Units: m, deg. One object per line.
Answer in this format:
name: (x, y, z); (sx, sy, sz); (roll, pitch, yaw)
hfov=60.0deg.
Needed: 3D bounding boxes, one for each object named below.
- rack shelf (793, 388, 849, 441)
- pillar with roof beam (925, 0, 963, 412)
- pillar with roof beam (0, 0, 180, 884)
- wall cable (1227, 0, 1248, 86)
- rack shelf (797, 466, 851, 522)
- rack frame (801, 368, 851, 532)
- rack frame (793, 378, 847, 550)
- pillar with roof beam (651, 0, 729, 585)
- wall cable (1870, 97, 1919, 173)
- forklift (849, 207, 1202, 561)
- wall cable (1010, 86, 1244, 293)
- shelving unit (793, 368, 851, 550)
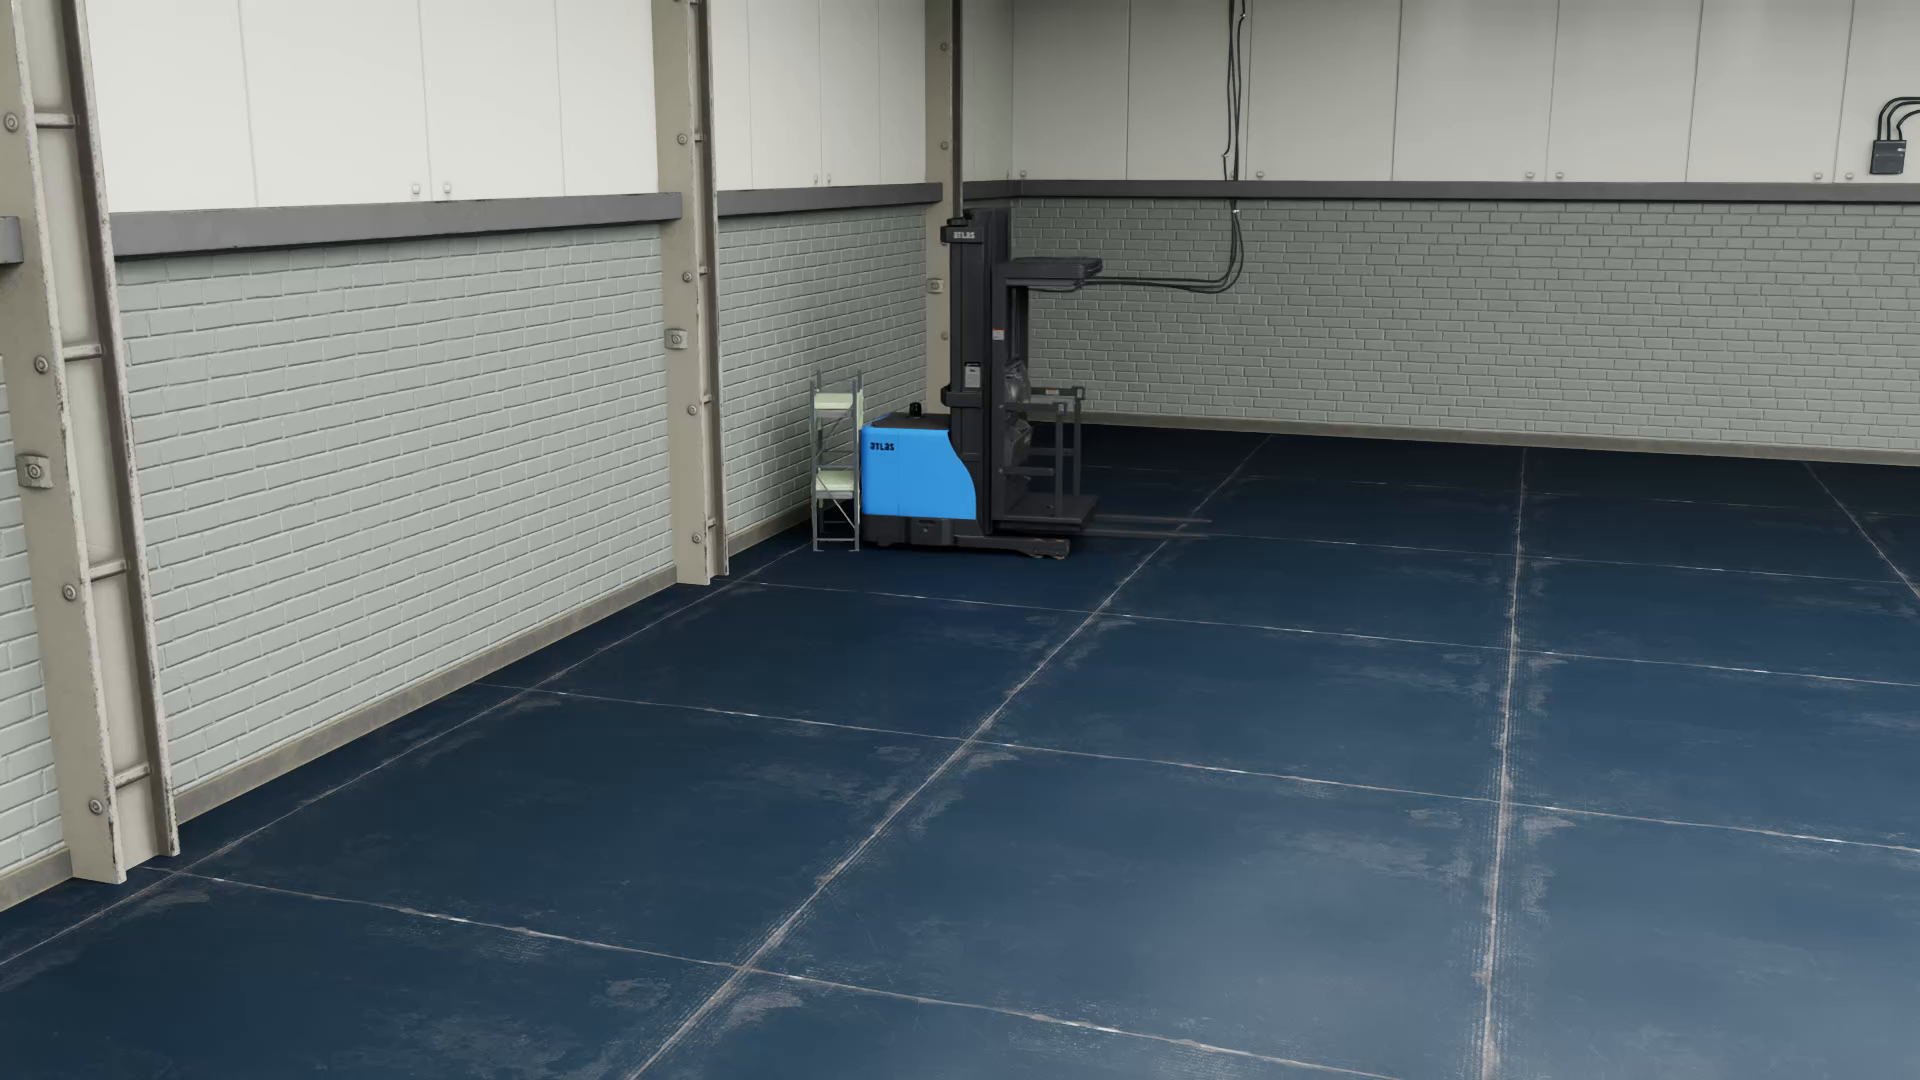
rack shelf: (-1.219, -1.110, 14.701); (0.431, 0.370, 0.720); (-1, 13, 0)
pillar with roof beam: (3.896, -5.029, 16.799); (9.100, 9.000, 0.400); (4, 14, 18)
pillar with roof beam: (0.014, -2.502, 5.729); (9.100, 9.000, 0.400); (4, 14, 18)
wall cable: (4.587, -6.618, 19.387); (3.097, 2.526, 0.112); (4, 14, 18)
rack shelf: (-1.200, -0.412, 14.860); (0.431, 0.370, 0.720); (-1, 13, 0)
rack frame: (-1.208, -0.811, 15.145); (0.400, 1.500, 0.023); (-1, 13, 0)
rack frame: (-1.209, -0.648, 14.431); (0.400, 1.500, 0.023); (-1, 13, 0)
pillar with roof beam: (1.955, -3.766, 11.264); (9.100, 9.000, 0.400); (4, 14, 18)
wall cable: (11.005, -6.835, 17.070); (2.305, 6.003, 0.169); (4, 14, 18)
forklift: (0.581, -1.379, 14.445); (3.031, 2.935, 1.130); (5, 14, 20)
wall cable: (2.027, -4.350, 20.803); (3.097, 2.526, 0.112); (4, 14, 18)
shelving unit: (-1.209, -0.730, 14.788); (0.431, 1.500, 0.755); (-1, 13, 0)
